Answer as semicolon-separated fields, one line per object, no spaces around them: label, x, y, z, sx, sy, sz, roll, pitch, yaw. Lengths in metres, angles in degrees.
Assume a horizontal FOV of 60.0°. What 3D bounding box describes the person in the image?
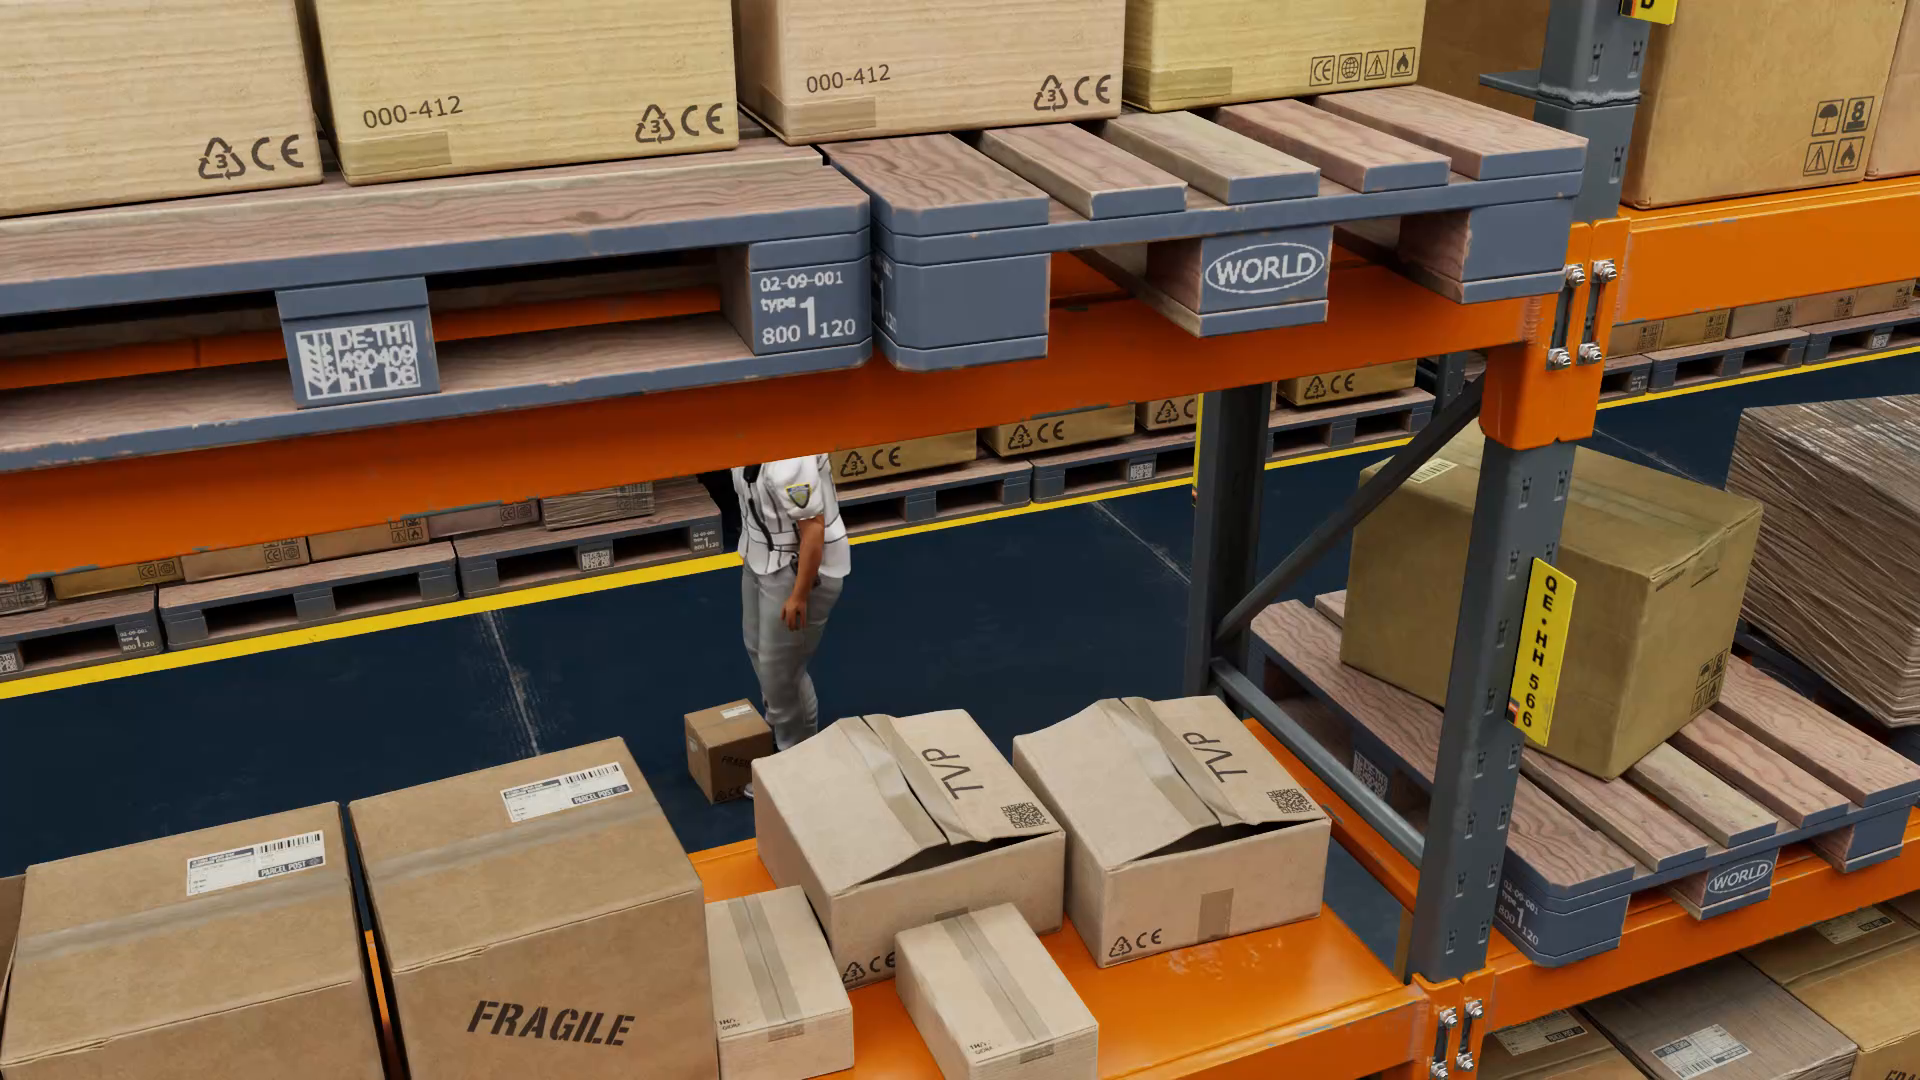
person;-0.648;0.106;5.889;0.472;1.666;0.551;-11;28;-22
